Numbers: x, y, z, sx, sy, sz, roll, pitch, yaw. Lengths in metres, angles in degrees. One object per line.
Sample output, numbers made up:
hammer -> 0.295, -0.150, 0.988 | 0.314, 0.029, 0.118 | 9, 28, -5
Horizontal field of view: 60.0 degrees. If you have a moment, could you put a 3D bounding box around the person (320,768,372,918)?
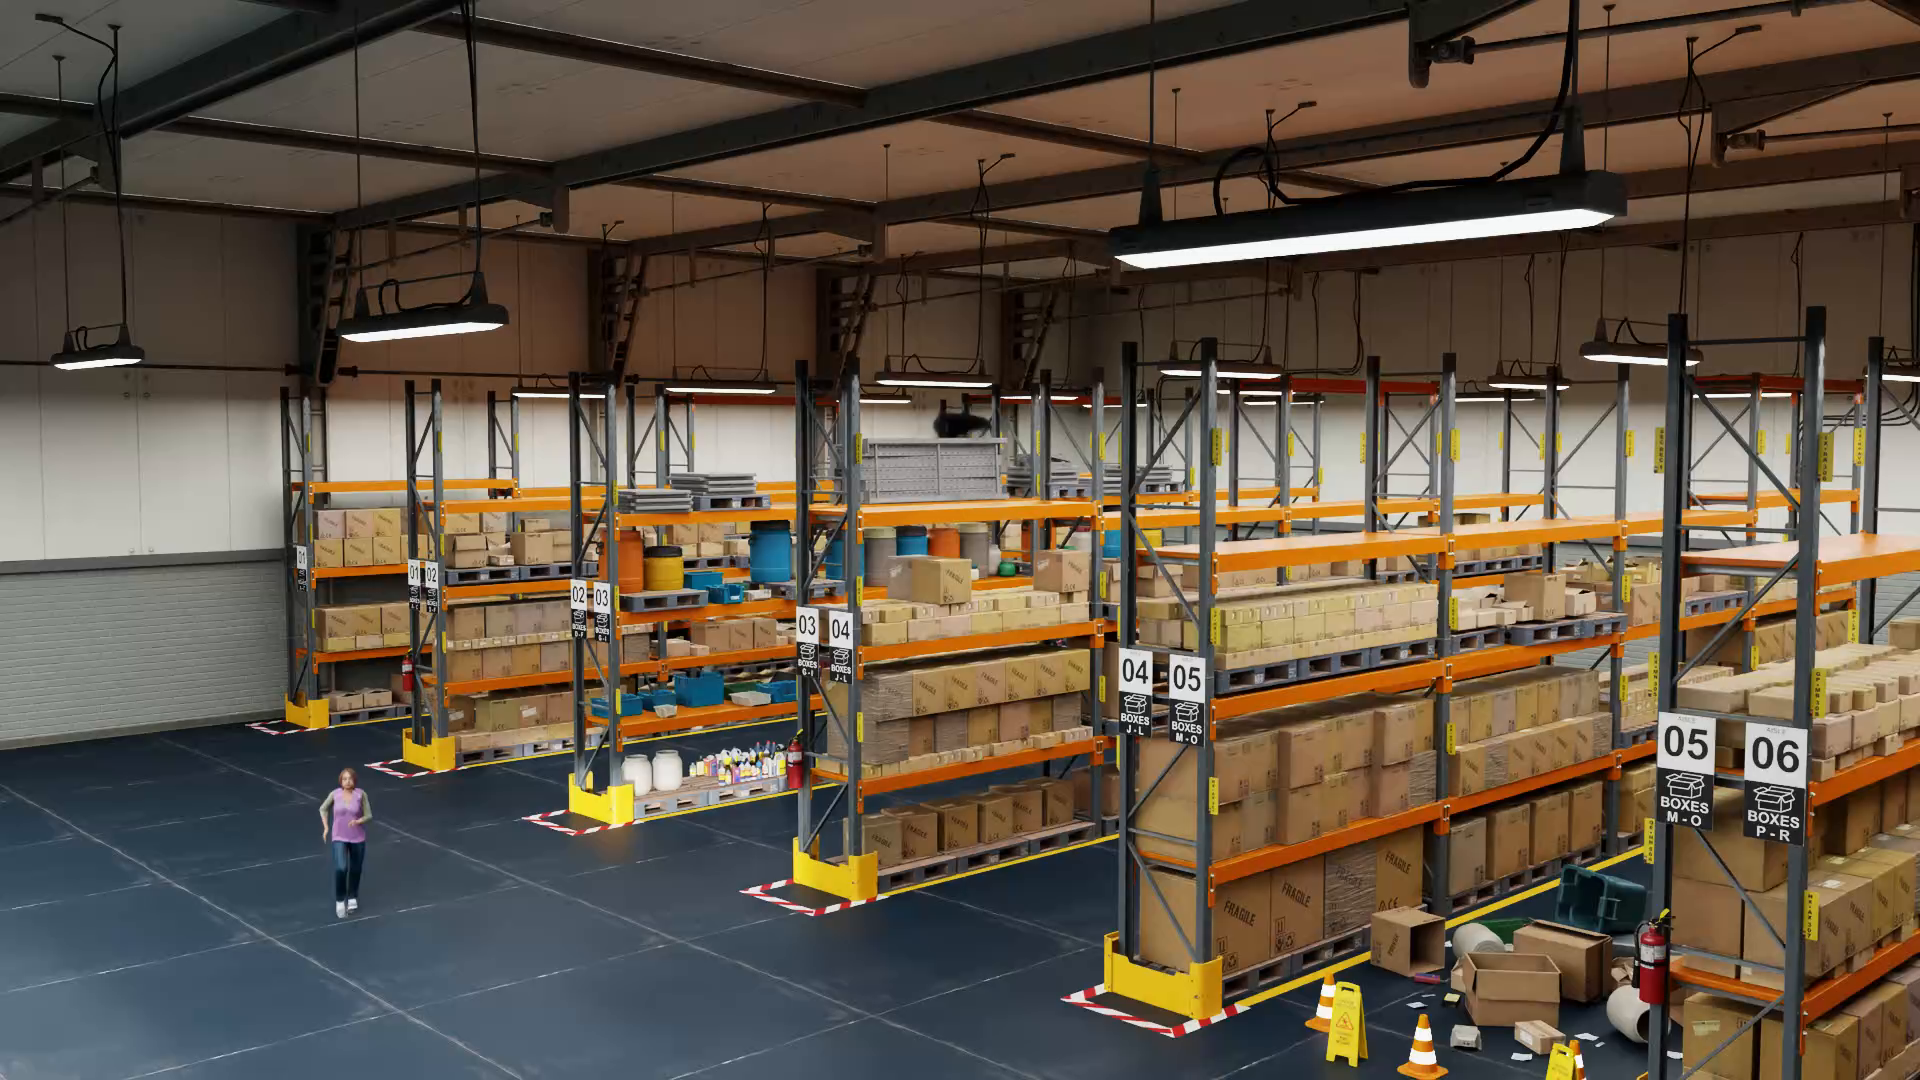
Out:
person -> -6.542, 3.227, 17.752 | 0.507, 1.593, 0.663 | -2, 4, -24

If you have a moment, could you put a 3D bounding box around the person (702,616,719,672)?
person -> -4.793, 2.263, 31.865 | 0.701, 1.725, 0.575 | 3, 5, 40
